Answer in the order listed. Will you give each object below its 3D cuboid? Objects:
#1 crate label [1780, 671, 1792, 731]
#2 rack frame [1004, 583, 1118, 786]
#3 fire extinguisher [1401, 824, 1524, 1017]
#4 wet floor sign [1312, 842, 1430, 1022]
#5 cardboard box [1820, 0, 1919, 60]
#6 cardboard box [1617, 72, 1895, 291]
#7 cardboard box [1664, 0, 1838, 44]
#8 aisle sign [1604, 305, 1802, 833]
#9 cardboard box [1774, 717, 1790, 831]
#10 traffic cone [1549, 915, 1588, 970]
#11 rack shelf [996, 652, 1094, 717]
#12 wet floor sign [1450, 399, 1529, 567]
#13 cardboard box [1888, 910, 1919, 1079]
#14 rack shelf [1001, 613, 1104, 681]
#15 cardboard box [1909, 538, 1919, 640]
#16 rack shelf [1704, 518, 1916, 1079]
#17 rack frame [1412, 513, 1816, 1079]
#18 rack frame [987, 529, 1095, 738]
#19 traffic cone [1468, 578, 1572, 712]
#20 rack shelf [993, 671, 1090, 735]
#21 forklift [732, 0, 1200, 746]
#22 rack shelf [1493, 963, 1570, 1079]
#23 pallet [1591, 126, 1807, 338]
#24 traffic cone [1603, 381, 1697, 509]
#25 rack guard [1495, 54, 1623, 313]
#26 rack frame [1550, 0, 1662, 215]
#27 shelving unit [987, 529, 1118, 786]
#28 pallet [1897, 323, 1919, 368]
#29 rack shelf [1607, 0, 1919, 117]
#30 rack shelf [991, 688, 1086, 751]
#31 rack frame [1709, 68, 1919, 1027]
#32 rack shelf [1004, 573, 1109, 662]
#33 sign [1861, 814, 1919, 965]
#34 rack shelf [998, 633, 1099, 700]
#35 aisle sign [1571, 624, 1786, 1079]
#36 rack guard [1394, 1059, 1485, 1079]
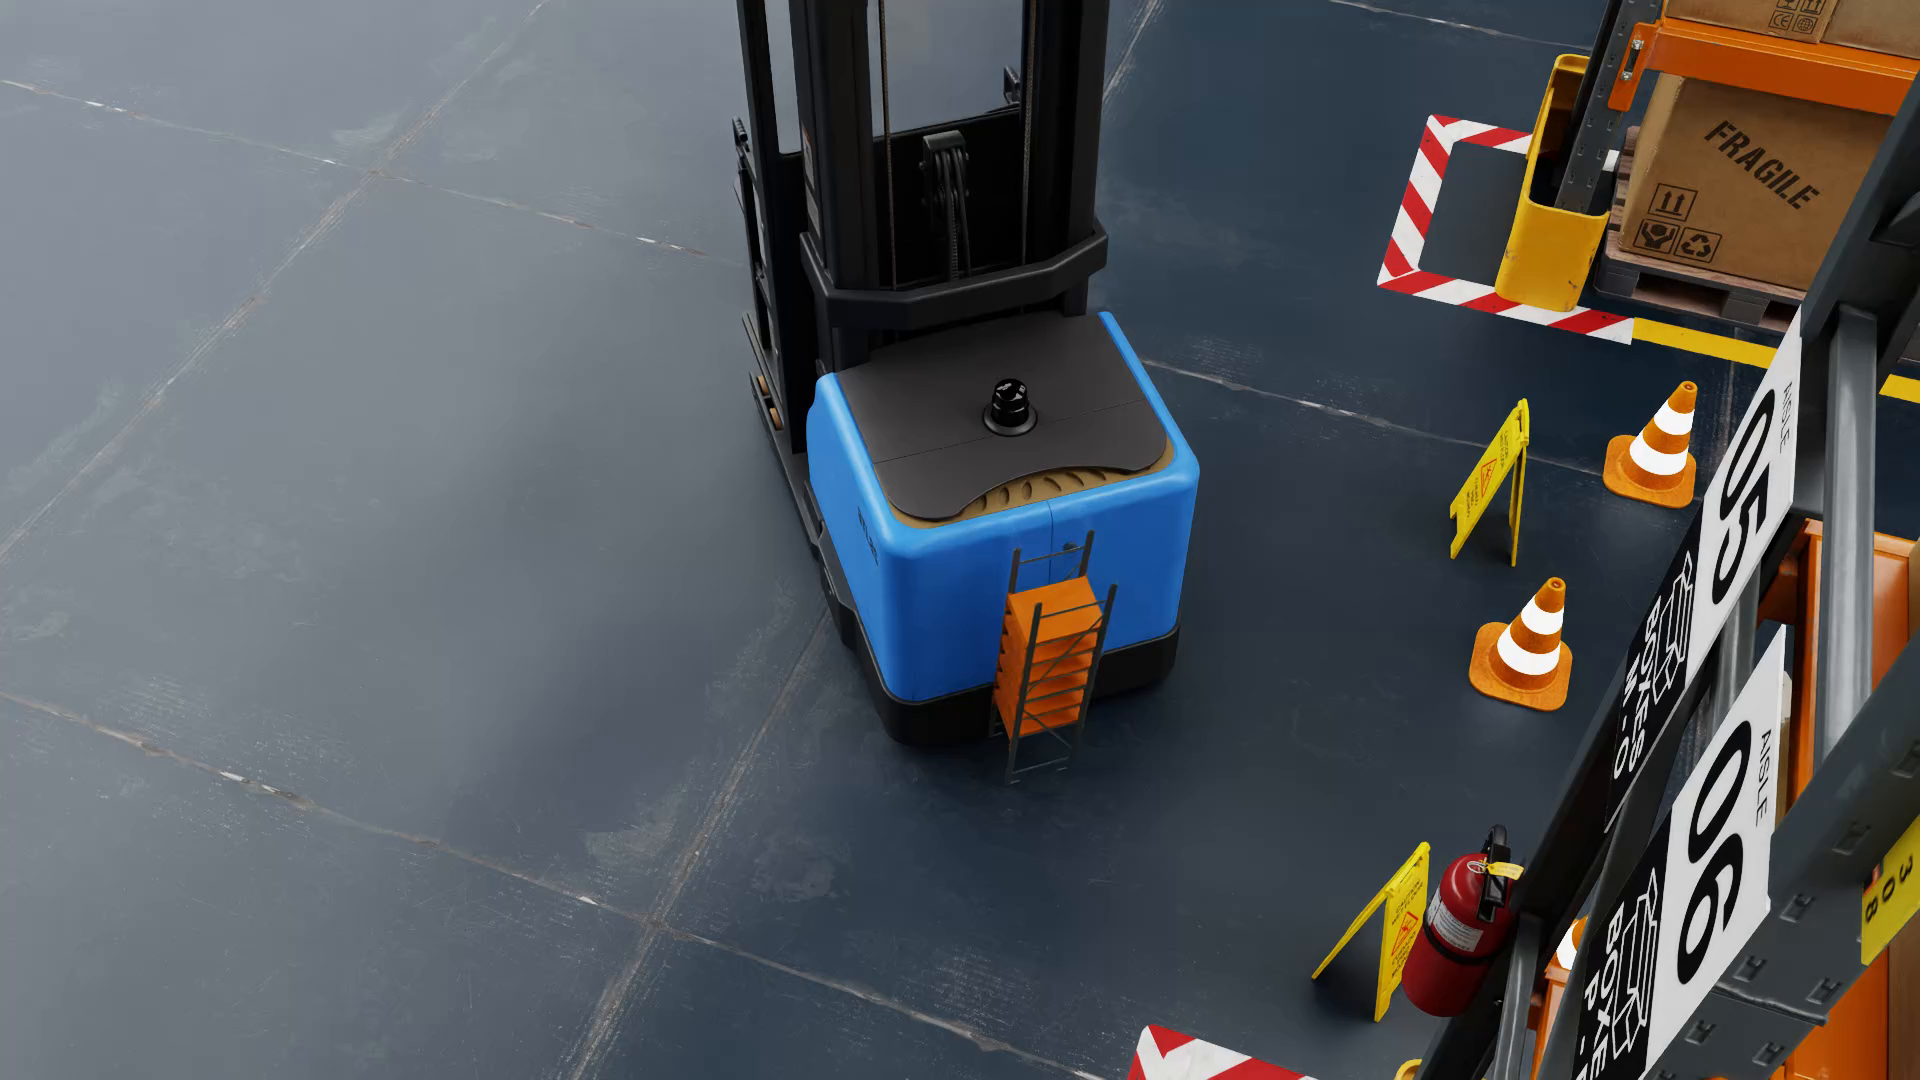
[{"bbox_3d":[2.733,0.566,5.669,0.298,0.136,0.250,-7,49,-6],"label":"crate label"},{"bbox_3d":[0.291,0.469,5.058,0.240,1.200,0.006,-14,59,-12],"label":"rack frame"},{"bbox_3d":[1.110,0.813,3.612,0.183,0.674,0.296,16,51,13],"label":"fire extinguisher"},{"bbox_3d":[1.250,1.107,4.864,0.232,0.644,0.267,33,57,25],"label":"wet floor sign"},{"bbox_3d":[3.566,-2.247,6.113,0.550,0.550,0.875,16,51,13],"label":"cardboard box"},{"bbox_3d":[3.337,-1.702,6.868,0.875,0.875,0.875,16,51,13],"label":"cardboard box"},{"bbox_3d":[3.042,-2.375,6.225,0.550,0.550,0.875,16,51,13],"label":"cardboard box"},{"bbox_3d":[1.100,0.071,2.483,0.004,0.787,0.394,16,51,13],"label":"aisle sign"},{"bbox_3d":[1.613,0.665,2.764,0.500,0.500,0.700,14,51,12],"label":"cardboard box"},{"bbox_3d":[1.908,1.173,4.927,0.334,0.463,0.336,16,51,13],"label":"traffic cone"},{"bbox_3d":[0.261,0.418,5.141,0.258,0.103,0.180,-14,59,-12],"label":"rack shelf"},{"bbox_3d":[1.965,-0.224,6.017,0.232,0.644,0.267,8,50,7],"label":"wet floor sign"},{"bbox_3d":[1.256,0.561,1.960,0.250,0.149,0.380,16,51,13],"label":"cardboard box"},{"bbox_3d":[0.273,0.290,4.939,0.258,0.103,0.180,-14,59,-12],"label":"rack shelf"},{"bbox_3d":[1.489,0.139,2.326,0.250,0.149,0.380,16,51,13],"label":"cardboard box"},{"bbox_3d":[2.934,0.921,1.958,4.000,0.370,1.077,16,51,13],"label":"rack shelf"},{"bbox_3d":[1.058,1.144,3.274,0.127,3.000,1.000,16,51,13],"label":"rack frame"},{"bbox_3d":[0.236,0.320,5.149,0.240,1.200,0.006,-14,59,-12],"label":"rack frame"},{"bbox_3d":[1.974,0.297,5.686,0.334,0.463,0.336,16,51,13],"label":"traffic cone"},{"bbox_3d":[0.255,0.482,5.242,0.258,0.103,0.180,-14,59,-12],"label":"rack shelf"},{"bbox_3d":[-0.199,-1.412,5.534,1.130,2.935,3.031,-14,51,-12],"label":"forklift"},{"bbox_3d":[2.934,1.903,3.091,4.000,0.370,1.077,16,51,13],"label":"rack shelf"},{"bbox_3d":[3.456,-1.324,7.258,1.213,0.211,1.003,16,51,13],"label":"pallet"},{"bbox_3d":[2.684,-0.415,6.303,0.334,0.463,0.336,16,51,13],"label":"traffic cone"},{"bbox_3d":[2.656,-1.579,7.288,0.348,0.500,1.175,16,51,13],"label":"rack guard"},{"bbox_3d":[2.678,-2.391,6.338,0.127,3.000,1.000,16,51,13],"label":"rack frame"},{"bbox_3d":[0.263,0.394,5.104,0.258,1.200,0.189,-14,59,-12],"label":"shelving unit"},{"bbox_3d":[4.596,-1.003,6.980,1.213,0.211,1.003,16,51,13],"label":"pallet"},{"bbox_3d":[4.555,-1.632,6.155,4.000,0.370,1.077,16,51,13],"label":"rack shelf"},{"bbox_3d":[0.250,0.546,5.344,0.258,0.103,0.180,-14,59,-12],"label":"rack shelf"},{"bbox_3d":[1.058,-0.821,1.006,0.127,3.000,1.000,16,51,13],"label":"rack frame"},{"bbox_3d":[0.278,0.226,4.837,0.258,0.103,0.180,-14,59,-12],"label":"rack shelf"},{"bbox_3d":[0.870,0.260,1.476,0.005,0.325,0.100,16,51,13],"label":"sign"},{"bbox_3d":[0.267,0.354,5.040,0.258,0.103,0.180,-14,59,-12],"label":"rack shelf"},{"bbox_3d":[0.892,0.496,2.115,0.004,0.787,0.394,16,51,13],"label":"aisle sign"},{"bbox_3d":[1.129,1.983,4.201,0.348,0.500,1.175,16,51,13],"label":"rack guard"}]
